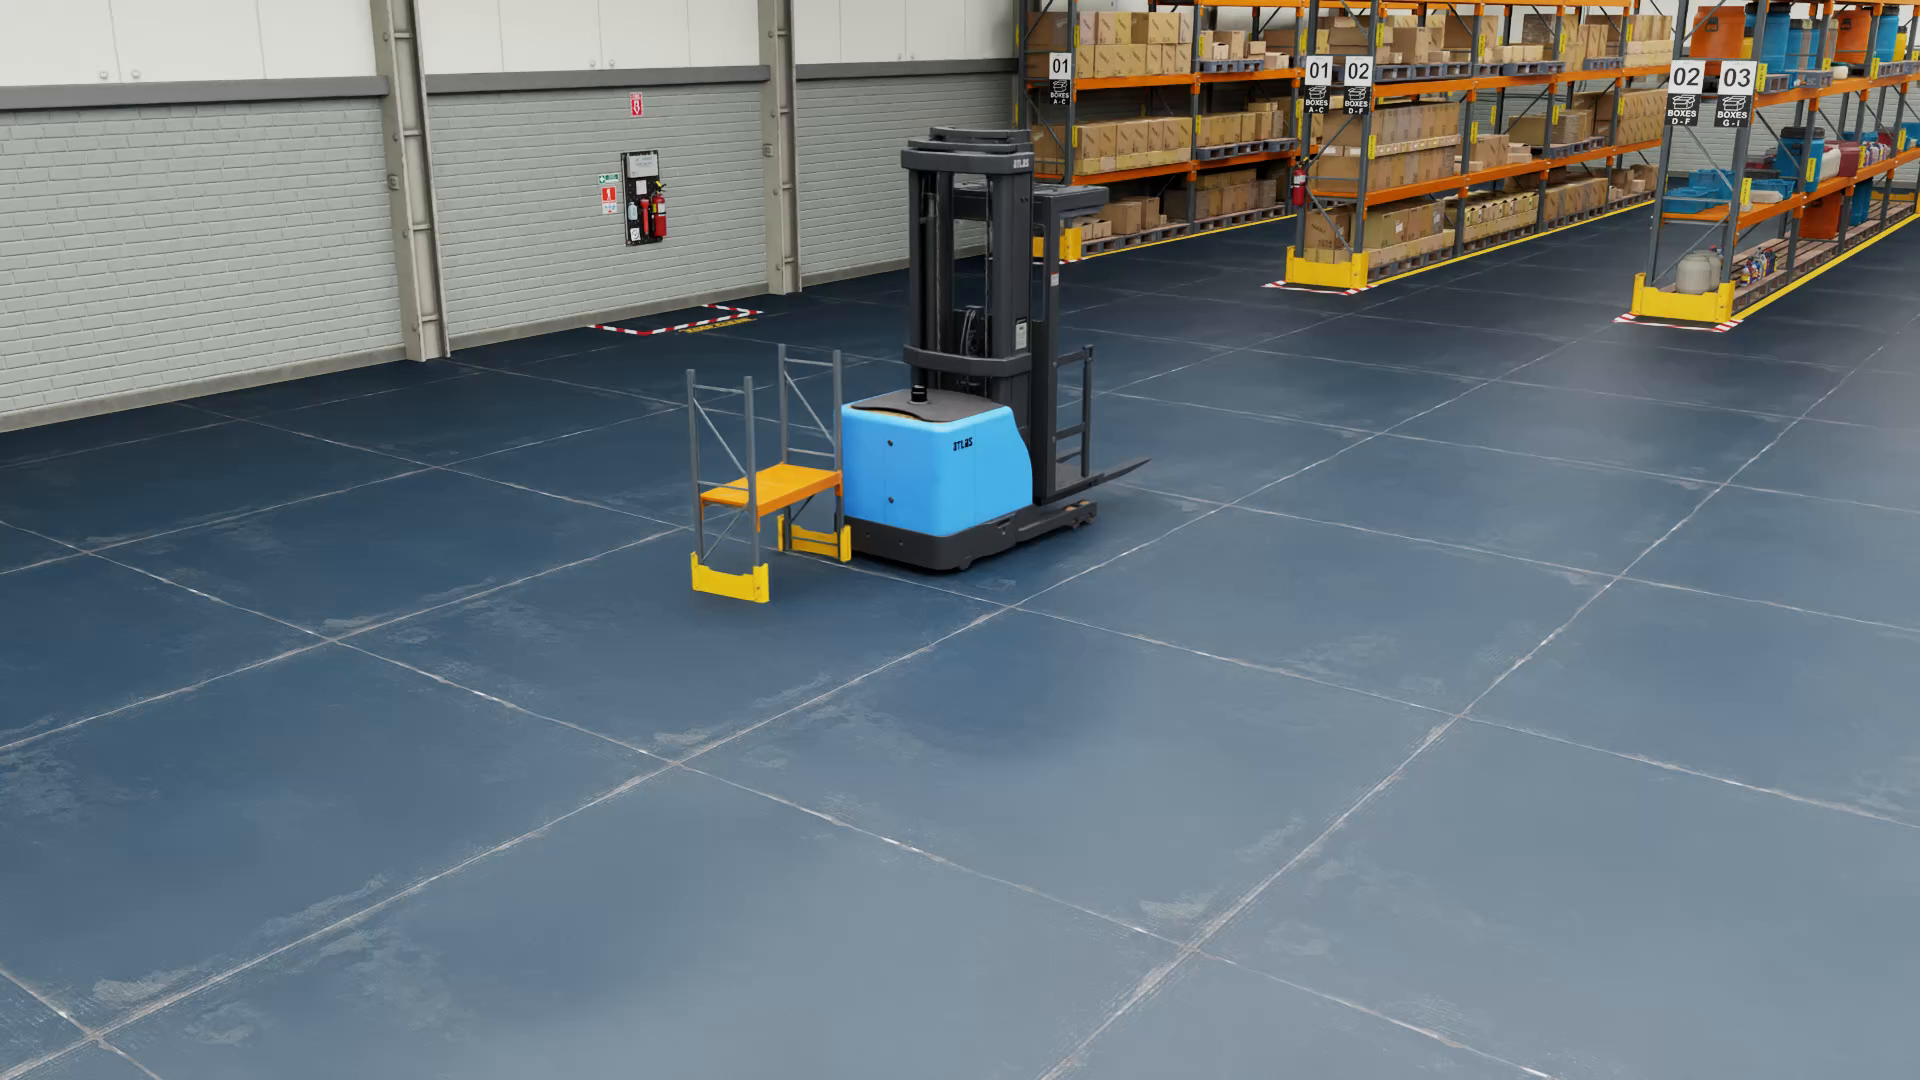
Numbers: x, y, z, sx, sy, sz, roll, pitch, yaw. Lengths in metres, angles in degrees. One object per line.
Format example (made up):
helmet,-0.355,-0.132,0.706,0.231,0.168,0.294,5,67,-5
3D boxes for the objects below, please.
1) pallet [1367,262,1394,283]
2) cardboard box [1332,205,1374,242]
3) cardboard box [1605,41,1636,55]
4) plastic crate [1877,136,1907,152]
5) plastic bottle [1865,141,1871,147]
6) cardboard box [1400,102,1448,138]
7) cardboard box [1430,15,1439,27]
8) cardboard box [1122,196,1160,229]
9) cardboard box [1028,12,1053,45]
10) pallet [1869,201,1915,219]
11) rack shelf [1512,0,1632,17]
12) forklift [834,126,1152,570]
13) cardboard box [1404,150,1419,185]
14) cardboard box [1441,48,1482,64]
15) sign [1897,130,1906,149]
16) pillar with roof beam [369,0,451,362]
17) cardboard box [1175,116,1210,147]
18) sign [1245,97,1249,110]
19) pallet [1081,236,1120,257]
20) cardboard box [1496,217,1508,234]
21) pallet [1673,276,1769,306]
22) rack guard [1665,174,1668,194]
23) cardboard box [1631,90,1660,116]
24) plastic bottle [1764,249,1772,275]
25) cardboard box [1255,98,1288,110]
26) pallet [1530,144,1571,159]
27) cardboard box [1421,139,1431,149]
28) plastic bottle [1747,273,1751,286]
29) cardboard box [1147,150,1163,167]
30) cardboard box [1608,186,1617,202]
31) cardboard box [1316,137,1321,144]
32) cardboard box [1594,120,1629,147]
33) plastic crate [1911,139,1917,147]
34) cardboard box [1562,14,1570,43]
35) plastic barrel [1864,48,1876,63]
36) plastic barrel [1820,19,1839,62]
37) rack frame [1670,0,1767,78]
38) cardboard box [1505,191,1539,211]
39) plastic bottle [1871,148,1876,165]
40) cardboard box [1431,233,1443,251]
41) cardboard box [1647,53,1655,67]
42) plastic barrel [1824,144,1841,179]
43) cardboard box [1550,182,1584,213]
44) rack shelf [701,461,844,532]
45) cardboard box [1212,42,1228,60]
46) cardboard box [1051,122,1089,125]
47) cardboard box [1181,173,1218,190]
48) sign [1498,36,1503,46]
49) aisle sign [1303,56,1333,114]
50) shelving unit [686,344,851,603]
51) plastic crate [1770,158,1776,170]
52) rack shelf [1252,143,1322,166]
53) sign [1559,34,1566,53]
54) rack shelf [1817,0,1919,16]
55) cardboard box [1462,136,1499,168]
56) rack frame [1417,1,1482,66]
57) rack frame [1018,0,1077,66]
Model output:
pallet,5.772,-4.033,24.875,1.003,0.211,1.213,12,21,35
cardboard box,6.015,-4.842,25.441,0.500,0.500,0.500,12,21,35
cardboard box,12.990,-9.705,32.789,0.500,0.250,0.500,12,21,35
plastic crate,17.534,-7.460,31.308,0.437,0.282,0.530,12,21,35
plastic bottle,15.966,-6.838,29.290,0.144,0.351,0.185,12,21,35
cardboard box,7.174,-6.568,25.979,0.700,0.500,0.500,12,21,35
cardboard box,10.379,-11.488,37.233,0.500,0.500,0.500,13,22,36
cardboard box,3.167,-5.764,29.221,0.500,0.500,0.500,11,20,31
cardboard box,1.417,-8.166,26.535,0.500,0.500,0.500,14,22,37
pallet,18.337,-6.589,33.104,1.003,0.211,1.213,12,21,35
rack shelf,11.309,-9.887,30.797,1.077,0.370,4.000,12,21,35
forklift,0.392,-1.565,12.341,1.130,2.935,3.031,13,21,35
cardboard box,6.559,-5.701,25.376,0.700,0.500,0.500,13,22,36
cardboard box,8.109,-7.834,26.901,0.500,0.250,0.500,15,23,40
sign,16.917,-7.192,29.878,0.100,0.325,0.005,12,21,35
pillar with roof beam,-2.600,-5.615,15.153,9.100,9.000,0.400,12,21,35
cardboard box,4.084,-7.375,30.026,0.700,0.500,0.500,12,21,35
sign,5.689,-8.605,32.944,0.100,0.325,0.005,12,21,35
pallet,1.928,-4.923,27.742,1.003,0.211,1.213,12,21,35
cardboard box,9.089,-5.434,28.612,0.500,0.250,0.500,13,21,36
pallet,10.550,-3.476,23.080,1.003,0.211,1.213,12,21,35
rack guard,14.839,-7.774,36.435,1.175,0.500,0.348,12,21,35
cardboard box,14.234,-9.112,34.673,0.500,0.500,0.500,13,22,36
plastic bottle,11.443,-3.947,23.620,0.144,0.351,0.185,11,20,32
cardboard box,6.199,-8.666,33.125,0.500,0.250,0.500,13,22,36
pallet,10.465,-7.163,30.575,1.213,0.211,1.003,12,21,35
cardboard box,6.986,-6.081,25.504,0.380,0.149,0.250,13,22,36
plastic bottle,10.719,-3.574,22.672,0.097,0.201,0.097,0,17,0
cardboard box,3.124,-6.534,28.446,0.500,0.250,0.500,12,21,34
cardboard box,12.924,-7.021,33.587,0.500,0.311,0.500,12,21,35
cardboard box,7.101,-8.134,33.769,0.380,0.149,0.250,13,21,36
cardboard box,13.023,-8.154,33.276,0.500,0.500,0.500,13,22,36
plastic crate,18.519,-7.786,32.603,0.396,0.136,0.243,12,21,35
cardboard box,10.686,-9.263,30.101,0.500,0.500,0.500,12,21,35
plastic barrel,14.909,-7.975,27.363,0.294,0.245,0.294,0,17,0
plastic barrel,13.429,-7.719,26.140,0.600,0.901,0.600,0,17,0
rack frame,9.326,-7.164,20.140,1.000,3.000,0.127,12,21,35
cardboard box,10.003,-6.068,29.707,0.500,0.311,0.500,13,22,36
plastic bottle,15.765,-6.652,28.817,0.152,0.276,0.135,12,21,35
cardboard box,7.327,-4.749,26.406,0.500,0.250,0.500,12,21,35
cardboard box,13.884,-9.823,34.013,0.500,0.250,0.500,12,21,35
plastic barrel,13.652,-5.975,26.238,0.421,0.512,0.421,0,17,0
cardboard box,11.535,-6.524,31.668,0.500,0.500,0.500,12,21,33
rack shelf,-1.289,-0.306,11.308,0.538,0.185,1.000,9,20,28
cardboard box,4.510,-8.856,30.087,0.500,0.311,0.500,13,22,36
cardboard box,1.788,-6.614,27.438,0.500,0.500,0.500,13,21,35
cardboard box,4.438,-6.661,30.843,0.500,0.250,0.500,12,21,34
sign,9.683,-8.856,29.776,0.100,0.325,0.005,12,21,35
aisle sign,5.075,-6.453,23.582,0.394,0.787,0.004,12,21,35
shelving unit,-1.284,-0.480,11.262,0.587,1.500,1.083,9,20,28
plastic crate,12.117,-5.562,25.123,0.392,0.384,0.575,12,21,35
rack shelf,7.328,-8.088,34.443,1.077,0.370,4.000,12,21,35
sign,10.558,-8.698,29.131,0.100,0.325,0.005,12,21,35
rack shelf,15.285,-9.011,27.976,1.077,0.370,4.000,12,21,35
cardboard box,8.817,-6.600,28.272,0.500,0.500,0.500,12,21,35
rack frame,7.734,-8.993,26.029,1.000,3.000,0.127,12,21,35
rack frame,1.370,-8.915,25.777,1.000,3.000,0.127,12,21,35
